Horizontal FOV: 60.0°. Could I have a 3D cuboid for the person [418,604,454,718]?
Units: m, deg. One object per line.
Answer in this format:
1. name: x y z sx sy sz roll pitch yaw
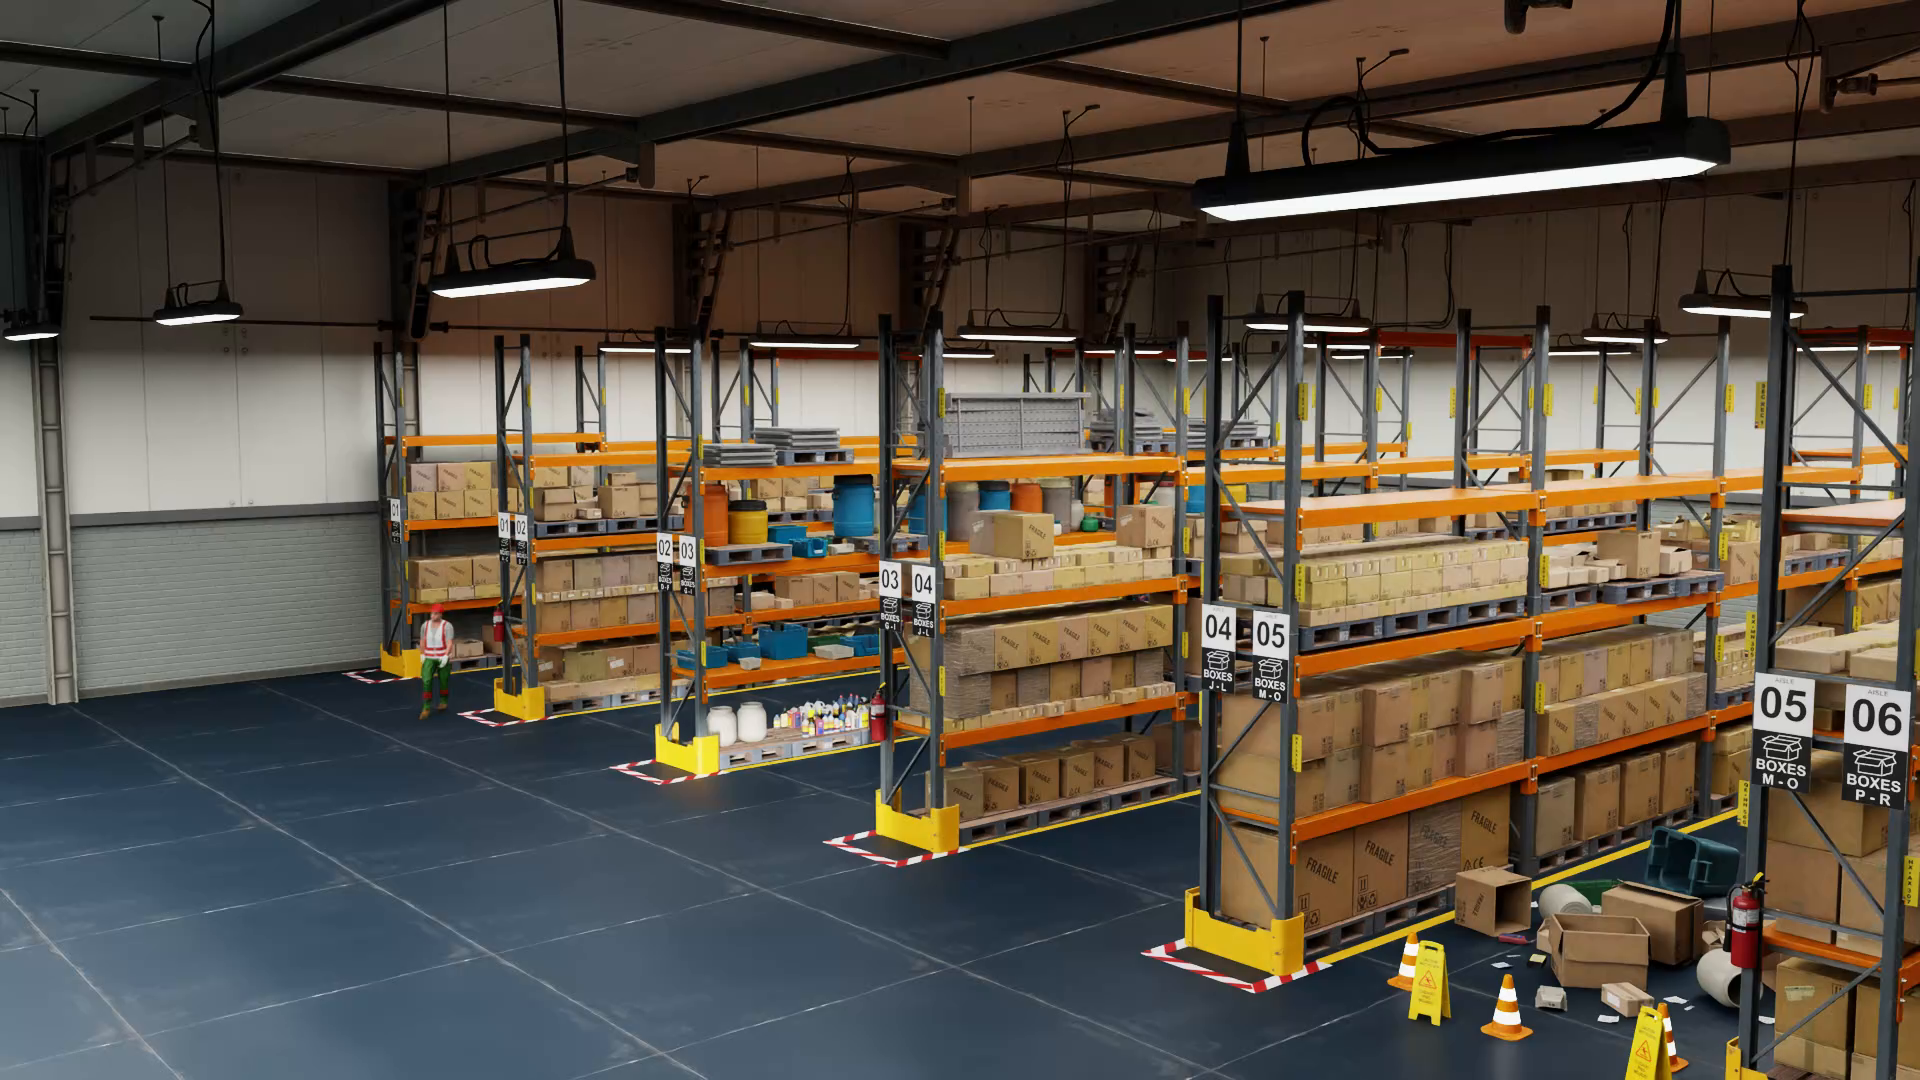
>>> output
1. person: -8.301 1.881 26.345 0.546 1.758 0.901 -1 5 -10
